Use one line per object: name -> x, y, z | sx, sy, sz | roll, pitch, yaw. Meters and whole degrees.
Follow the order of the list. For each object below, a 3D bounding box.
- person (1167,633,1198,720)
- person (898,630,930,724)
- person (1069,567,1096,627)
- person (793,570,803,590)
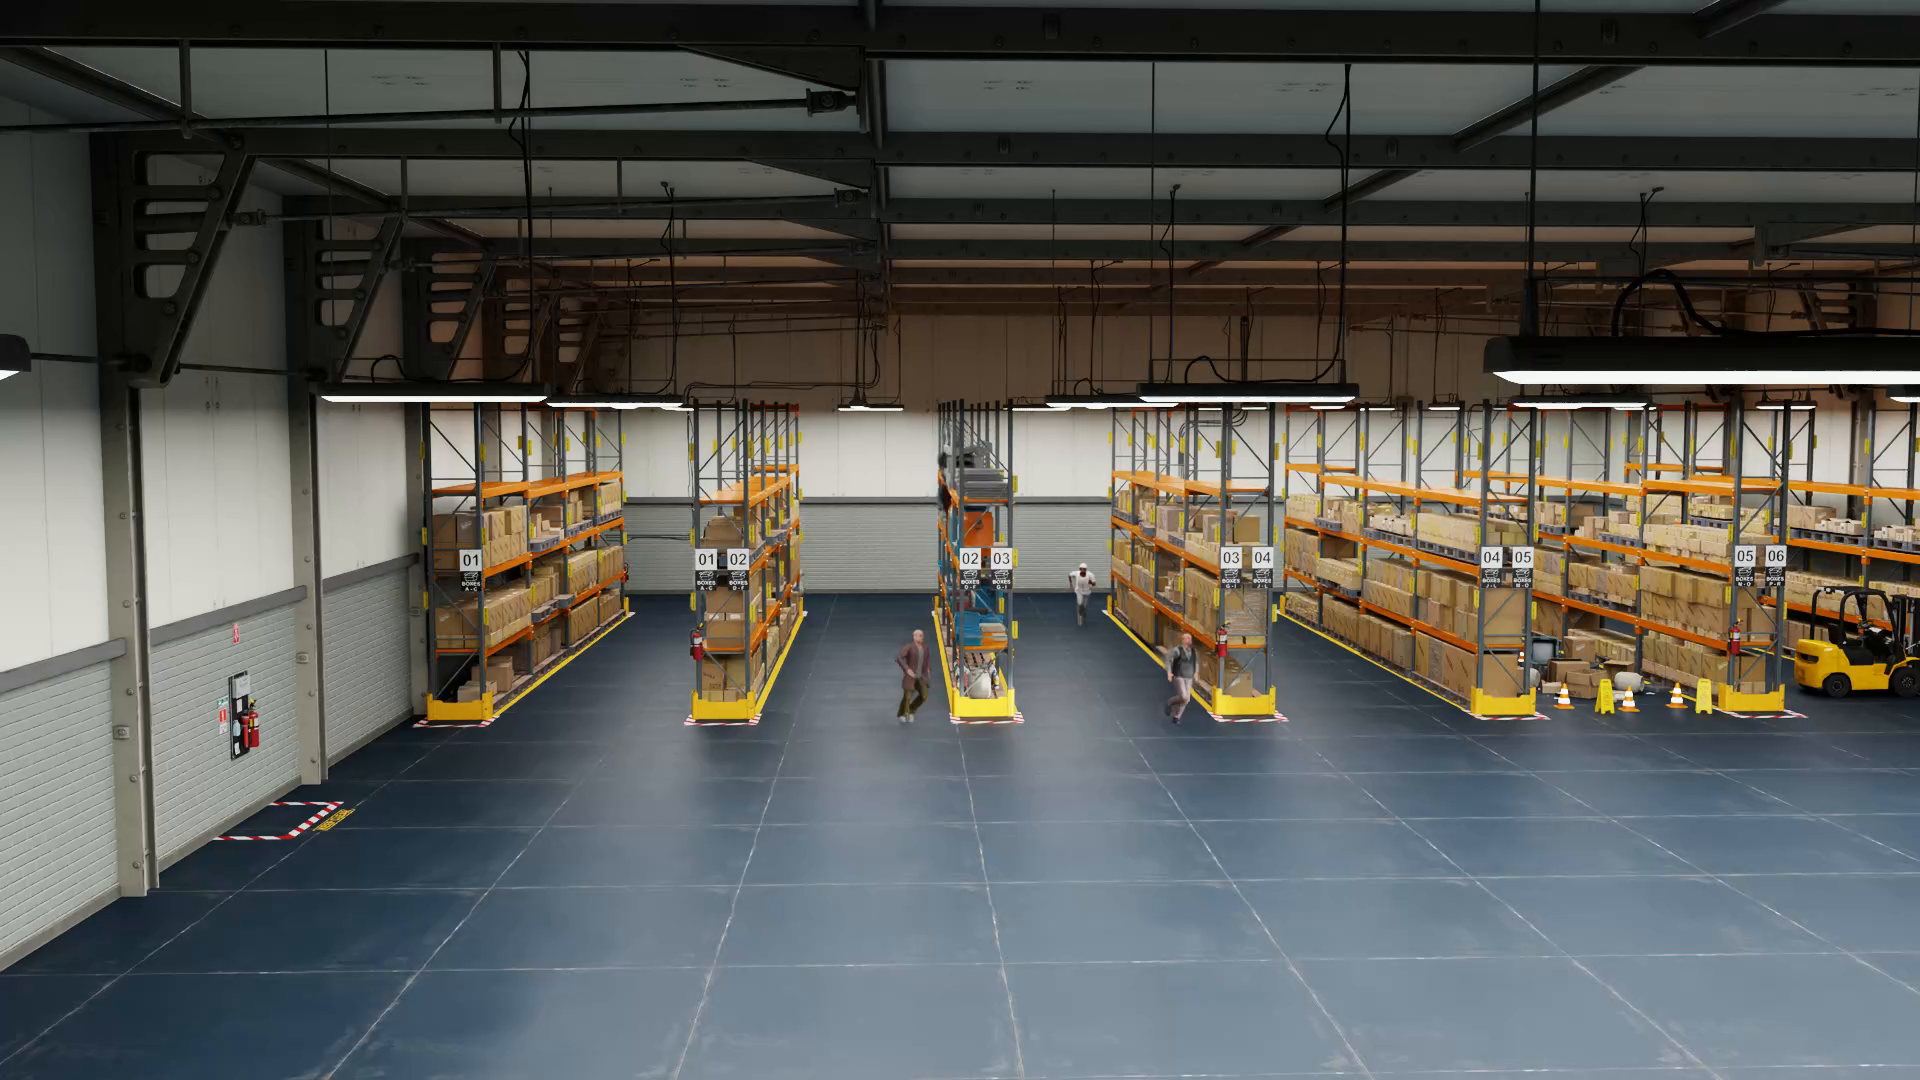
person -> 4.143, 2.539, 30.784 | 0.604, 1.598, 0.488 | -2, 5, -23
person -> -0.811, 2.528, 30.768 | 0.736, 1.733, 0.601 | -3, 5, -31
person -> 3.299, 1.477, 44.817 | 0.684, 1.683, 0.920 | 0, 4, -5
person -> -4.837, 1.285, 48.448 | 0.607, 1.546, 0.744 | 1, 4, 14
